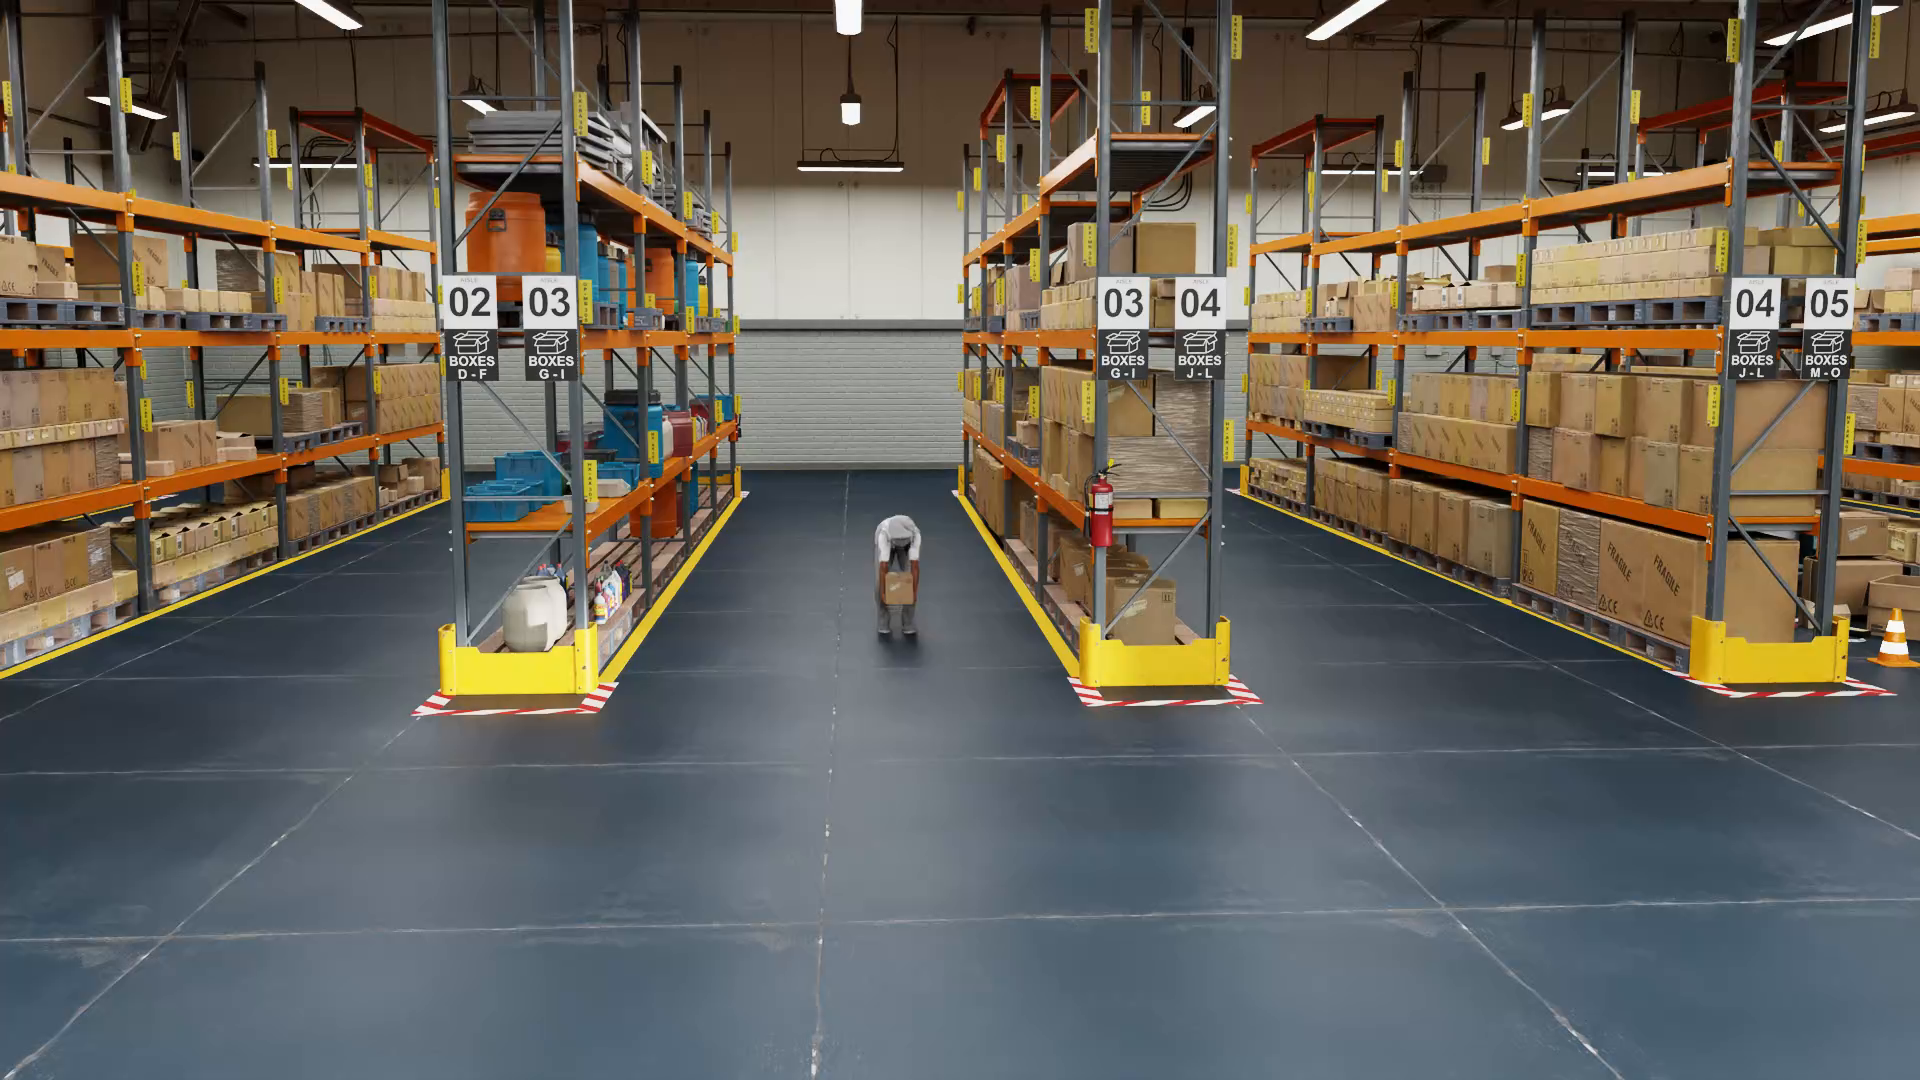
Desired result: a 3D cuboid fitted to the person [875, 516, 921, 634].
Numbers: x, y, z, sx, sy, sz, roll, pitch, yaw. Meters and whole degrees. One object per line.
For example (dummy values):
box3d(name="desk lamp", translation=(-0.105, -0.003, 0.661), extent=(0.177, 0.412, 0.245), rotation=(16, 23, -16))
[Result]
box3d(name="person", translation=(-0.570, 0.318, 15.321), extent=(0.420, 1.142, 0.938), rotation=(-1, 7, -6))
